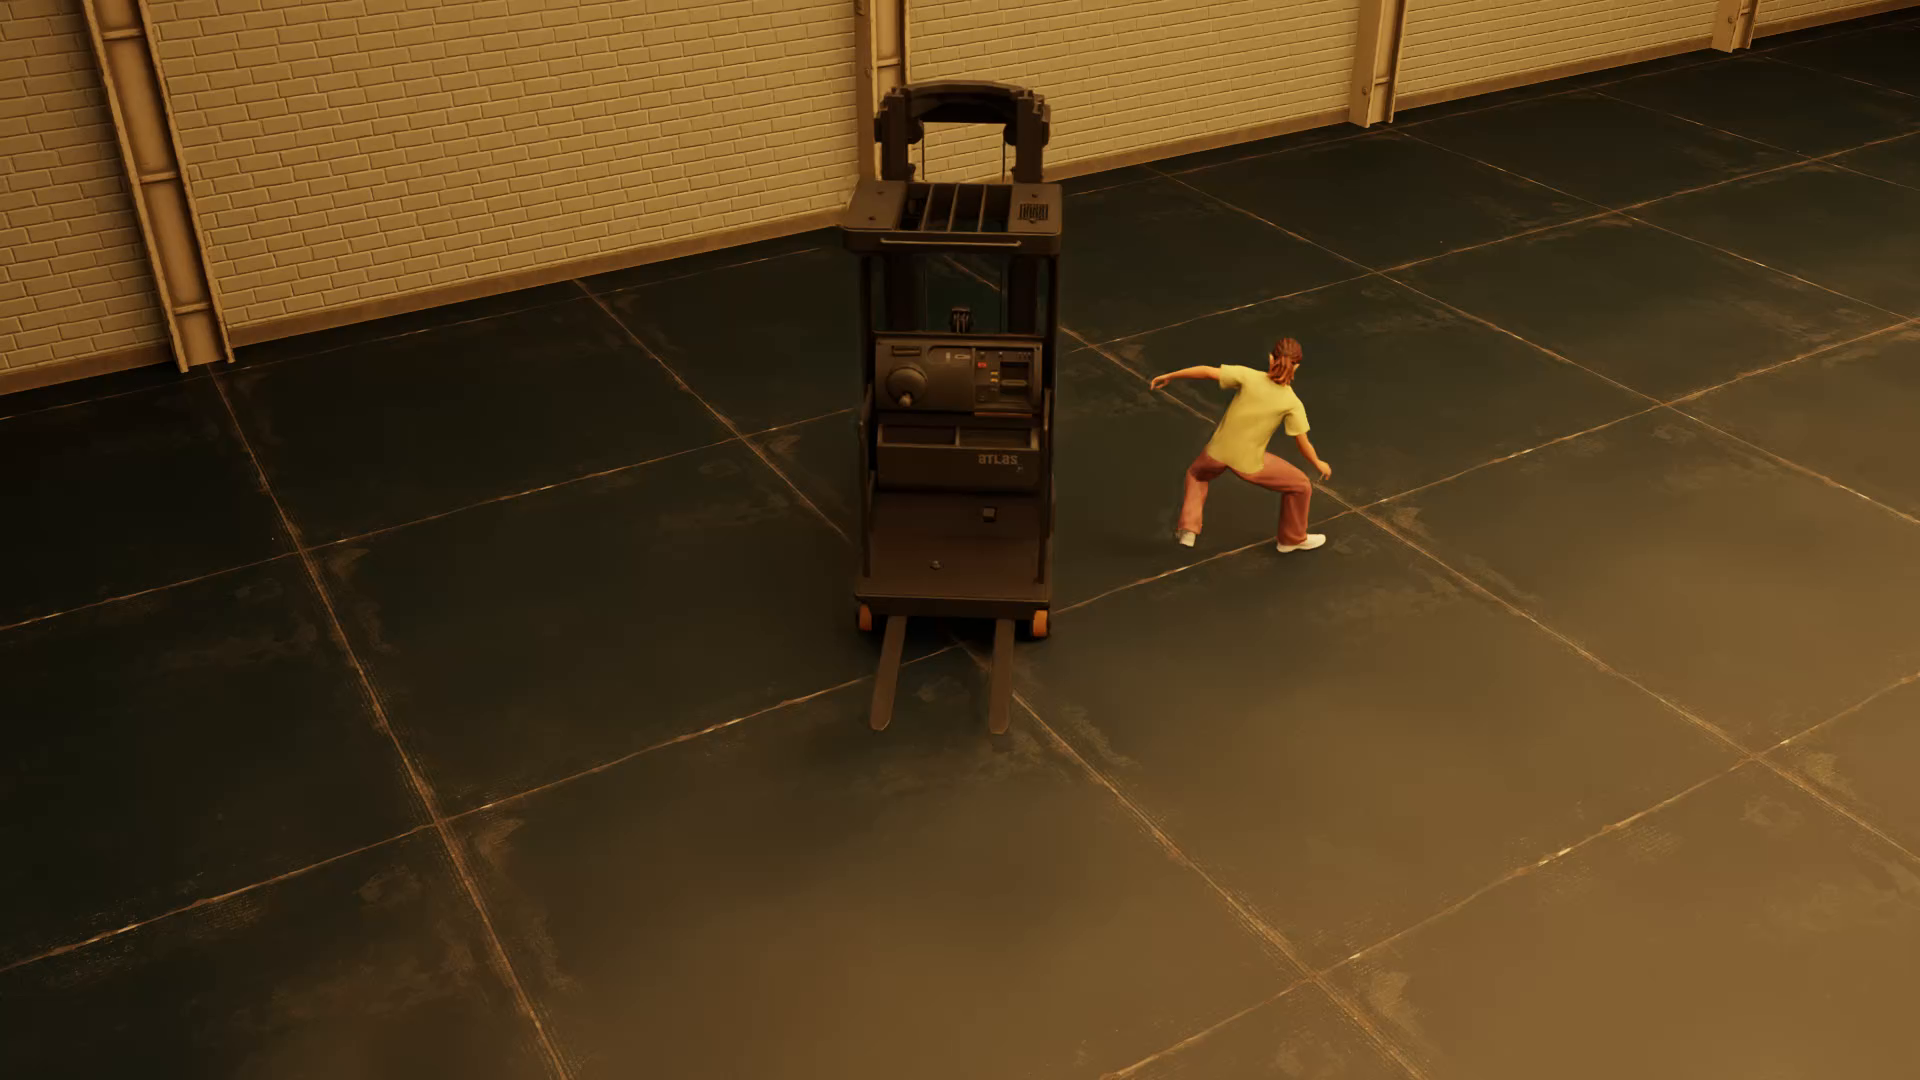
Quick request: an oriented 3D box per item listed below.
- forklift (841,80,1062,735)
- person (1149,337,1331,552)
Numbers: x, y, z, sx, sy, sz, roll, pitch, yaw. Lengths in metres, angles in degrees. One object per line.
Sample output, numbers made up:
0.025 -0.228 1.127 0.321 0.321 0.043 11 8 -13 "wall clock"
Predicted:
-0.020 -0.868 9.097 1.130 2.935 3.031 2 31 3 "forklift"
1.670 -0.533 10.021 1.067 1.406 0.704 16 35 25 "person"
